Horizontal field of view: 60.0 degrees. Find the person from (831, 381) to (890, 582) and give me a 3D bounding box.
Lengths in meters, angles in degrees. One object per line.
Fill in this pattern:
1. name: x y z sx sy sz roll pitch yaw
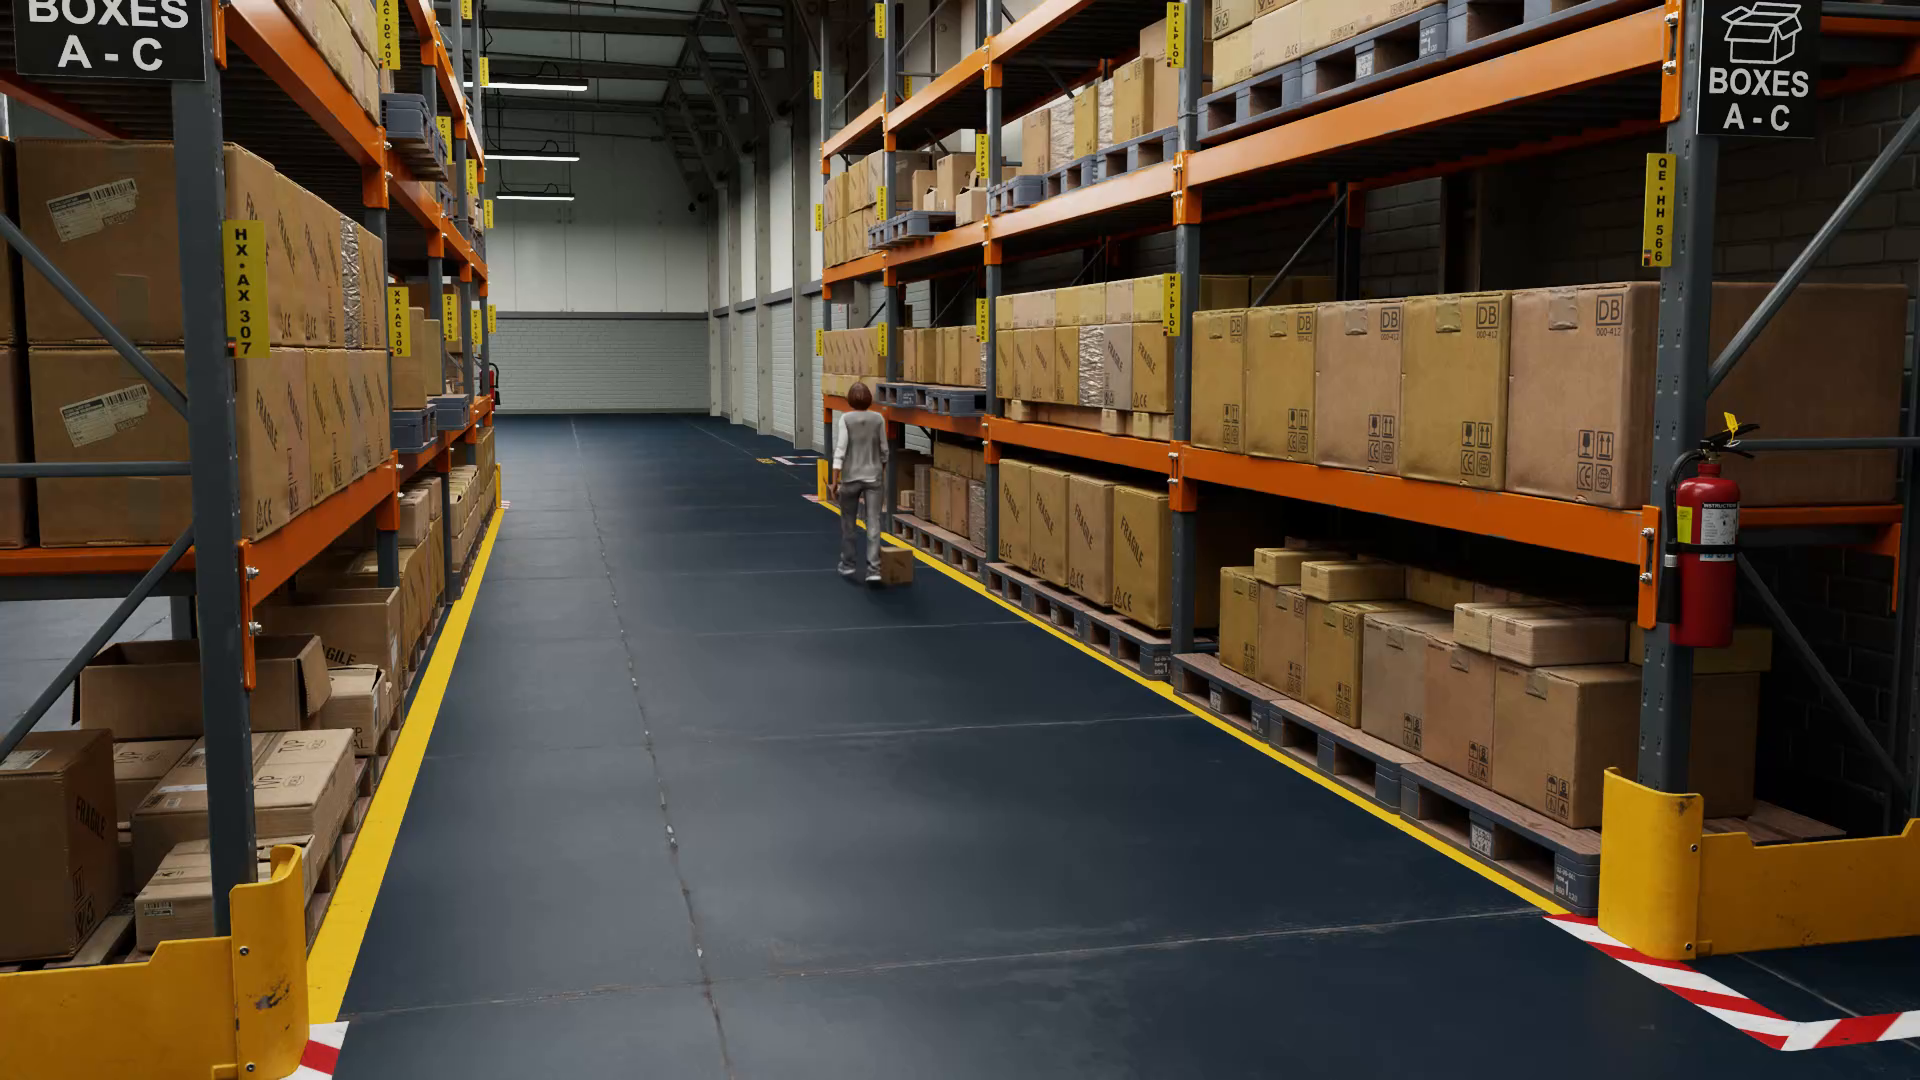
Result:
1. person: -0.790 -0.472 13.026 0.480 1.540 0.910 -1 6 -10
